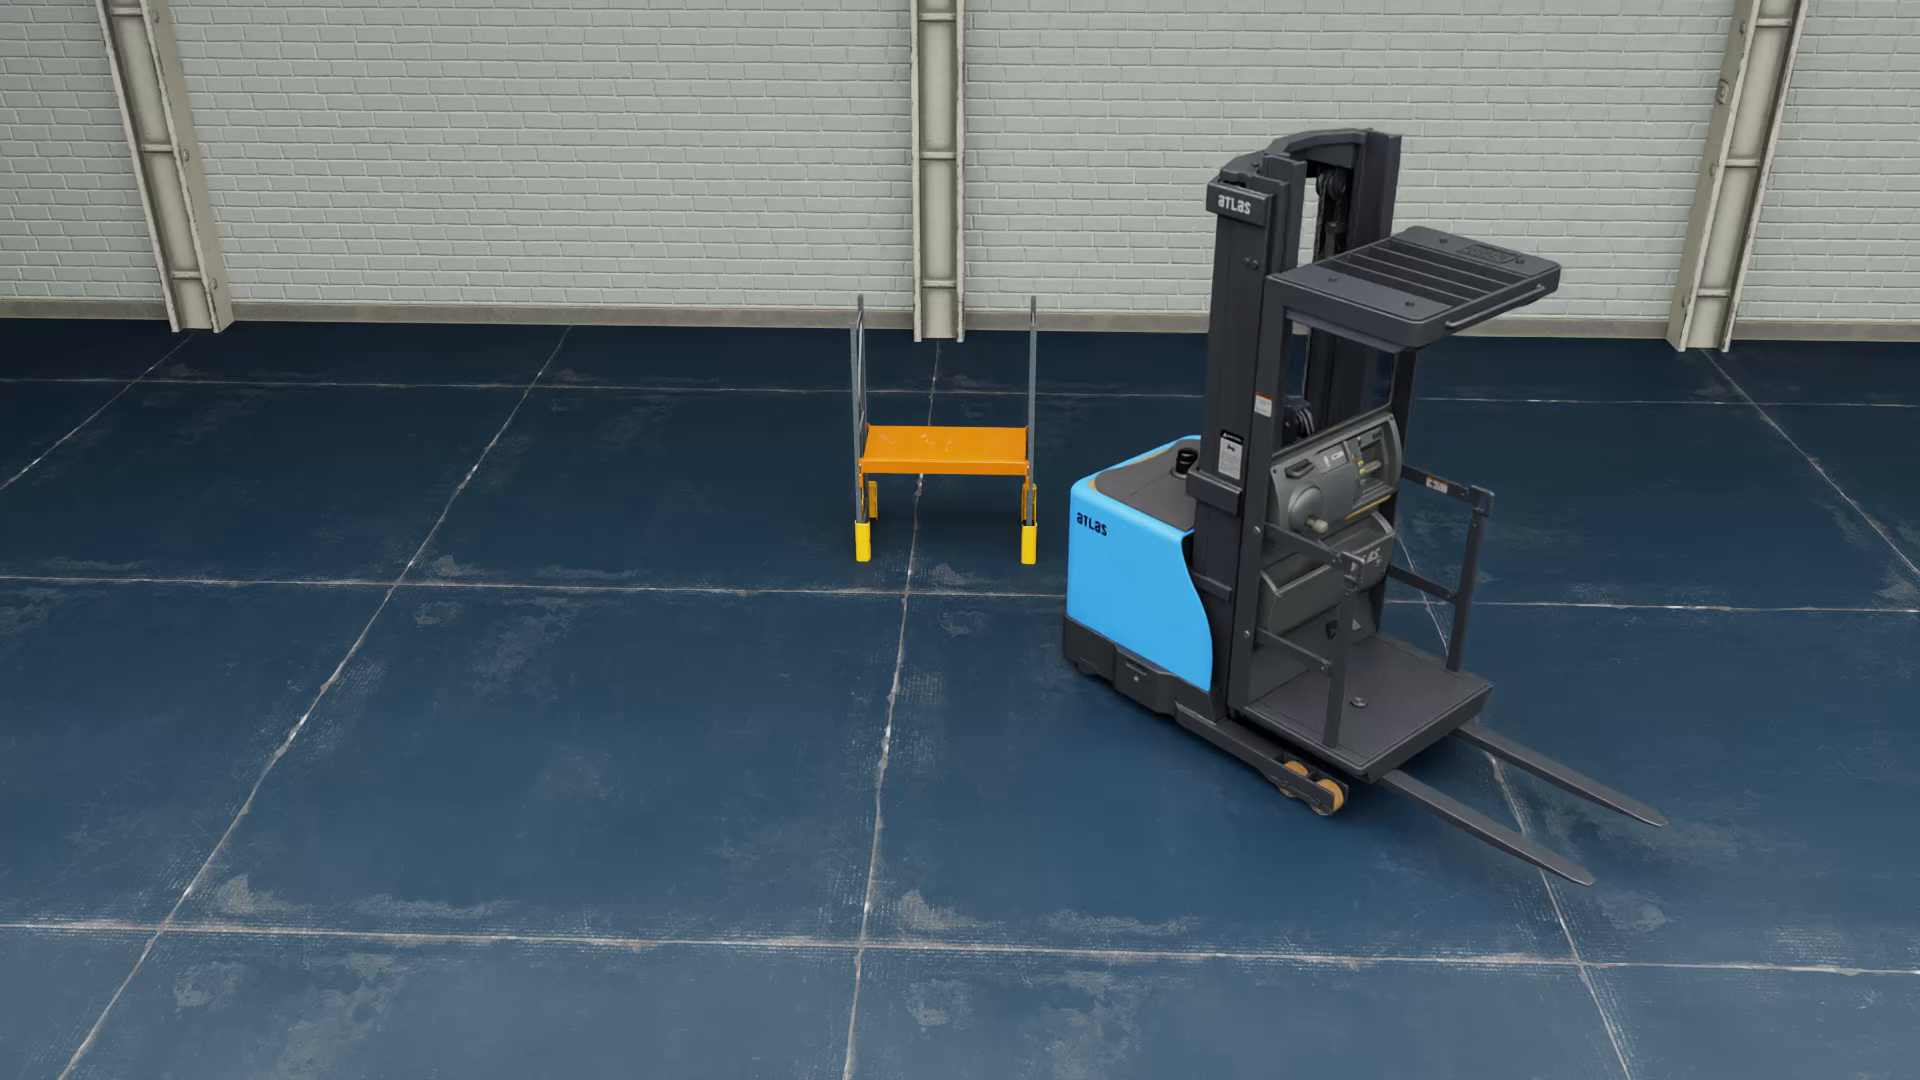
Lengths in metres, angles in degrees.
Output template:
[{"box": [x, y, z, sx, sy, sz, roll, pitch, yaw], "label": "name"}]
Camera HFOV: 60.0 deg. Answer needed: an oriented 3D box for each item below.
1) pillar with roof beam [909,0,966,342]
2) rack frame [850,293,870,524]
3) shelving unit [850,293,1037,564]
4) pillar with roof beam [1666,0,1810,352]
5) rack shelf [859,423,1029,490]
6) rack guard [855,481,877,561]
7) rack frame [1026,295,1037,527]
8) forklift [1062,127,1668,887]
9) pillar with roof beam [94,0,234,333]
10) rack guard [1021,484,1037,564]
[{"box": [-0.315, -3.610, 7.451, 0.400, 9.000, 9.100, 1, 28, 2], "label": "pillar with roof beam"}, {"box": [-0.593, -0.672, 9.917, 0.032, 1.500, 0.500, 1, 28, 2], "label": "rack frame"}, {"box": [-0.076, -0.664, 9.901, 1.083, 1.500, 0.587, 1, 28, 2], "label": "shelving unit"}, {"box": [5.682, -3.510, 7.264, 0.400, 9.000, 9.100, 1, 28, 2], "label": "pillar with roof beam"}, {"box": [-0.085, -0.505, 9.986, 1.000, 0.185, 0.538, 1, 28, 2], "label": "rack shelf"}, {"box": [-0.574, -0.120, 10.209, 0.087, 0.250, 0.587, 1, 28, 2], "label": "rack guard"}, {"box": [0.423, -0.656, 9.886, 0.032, 1.500, 0.500, 1, 28, 2], "label": "rack frame"}, {"box": [1.903, -0.272, 7.633, 1.130, 2.935, 3.031, -23, 35, -36], "label": "forklift"}, {"box": [-6.311, -3.709, 7.638, 0.400, 9.000, 9.100, 1, 28, 2], "label": "pillar with roof beam"}, {"box": [0.422, -0.103, 10.178, 0.087, 0.250, 0.587, 1, 28, 2], "label": "rack guard"}]
